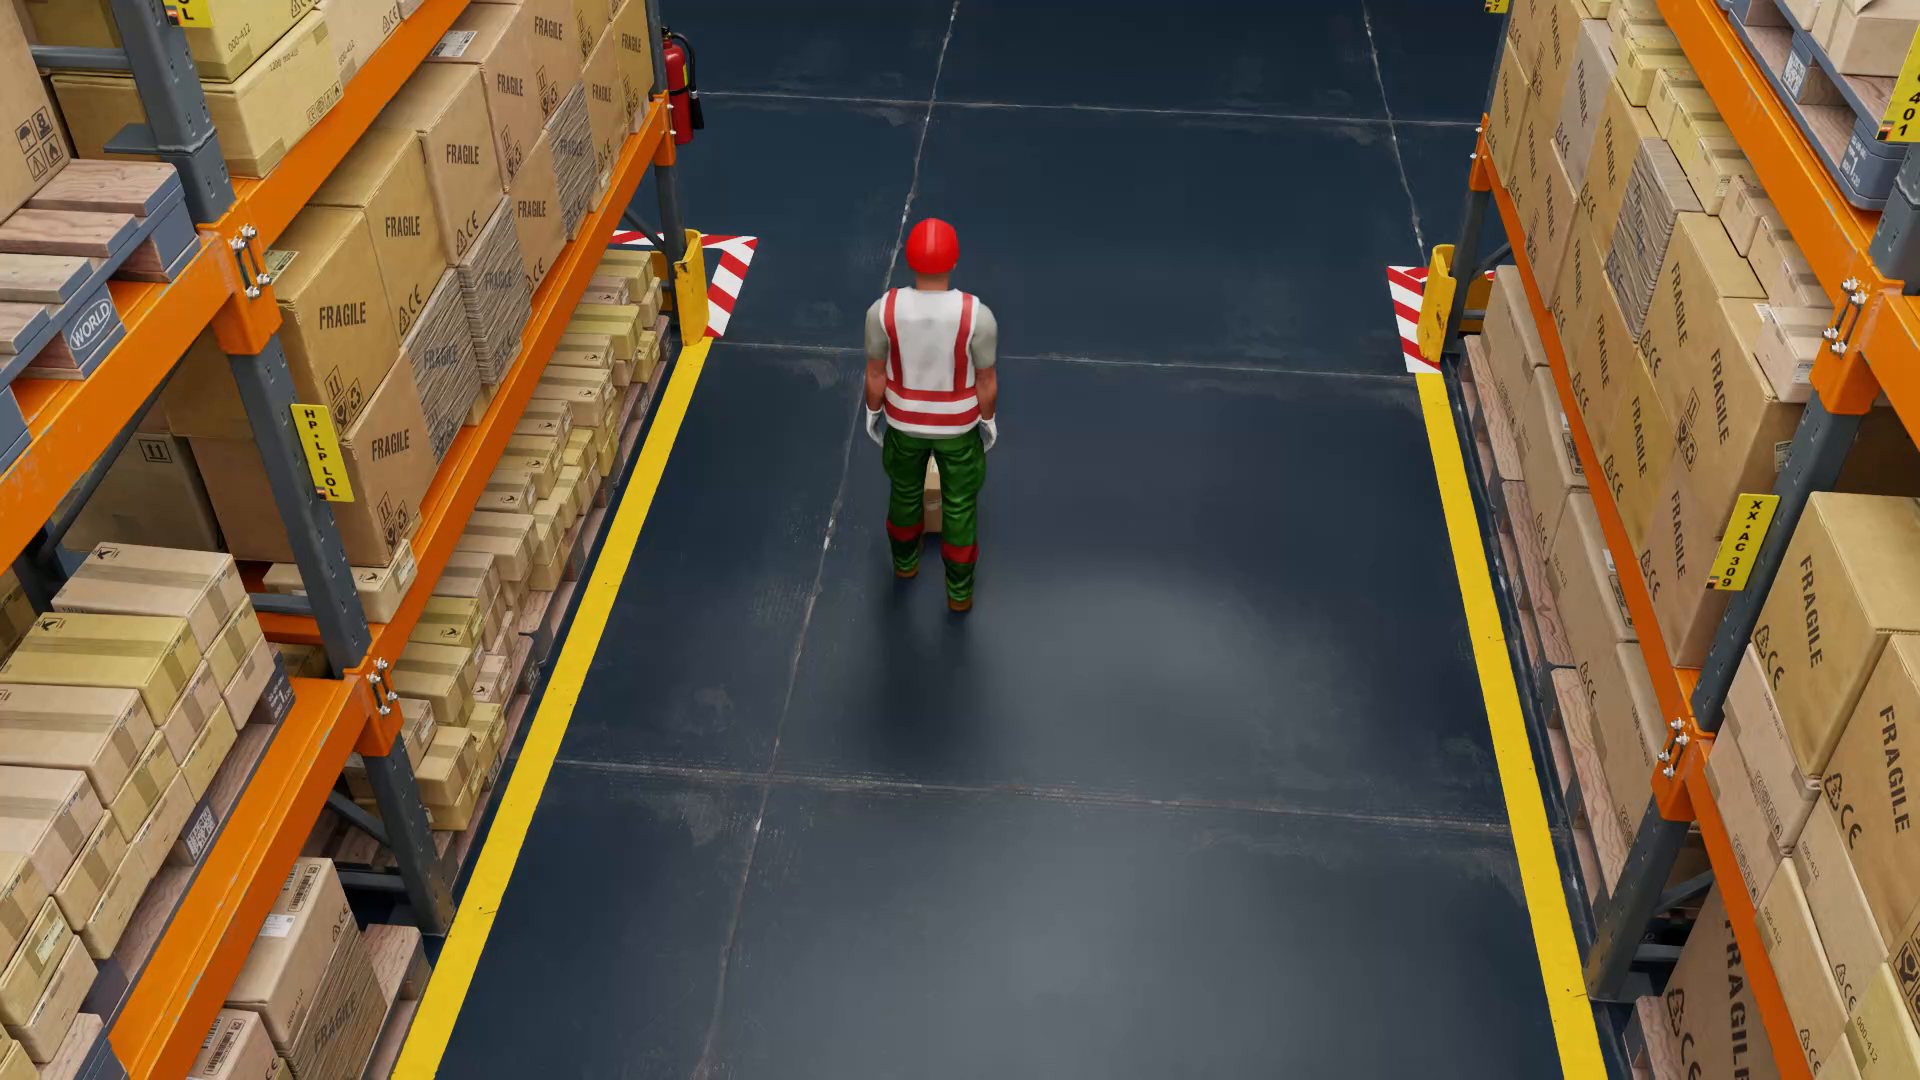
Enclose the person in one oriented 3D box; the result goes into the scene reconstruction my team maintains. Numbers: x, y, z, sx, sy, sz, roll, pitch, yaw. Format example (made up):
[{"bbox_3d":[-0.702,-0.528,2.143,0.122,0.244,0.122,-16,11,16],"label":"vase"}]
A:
[{"bbox_3d":[-0.108,-0.535,6.779,0.537,1.796,0.509,4,40,5],"label":"person"}]
